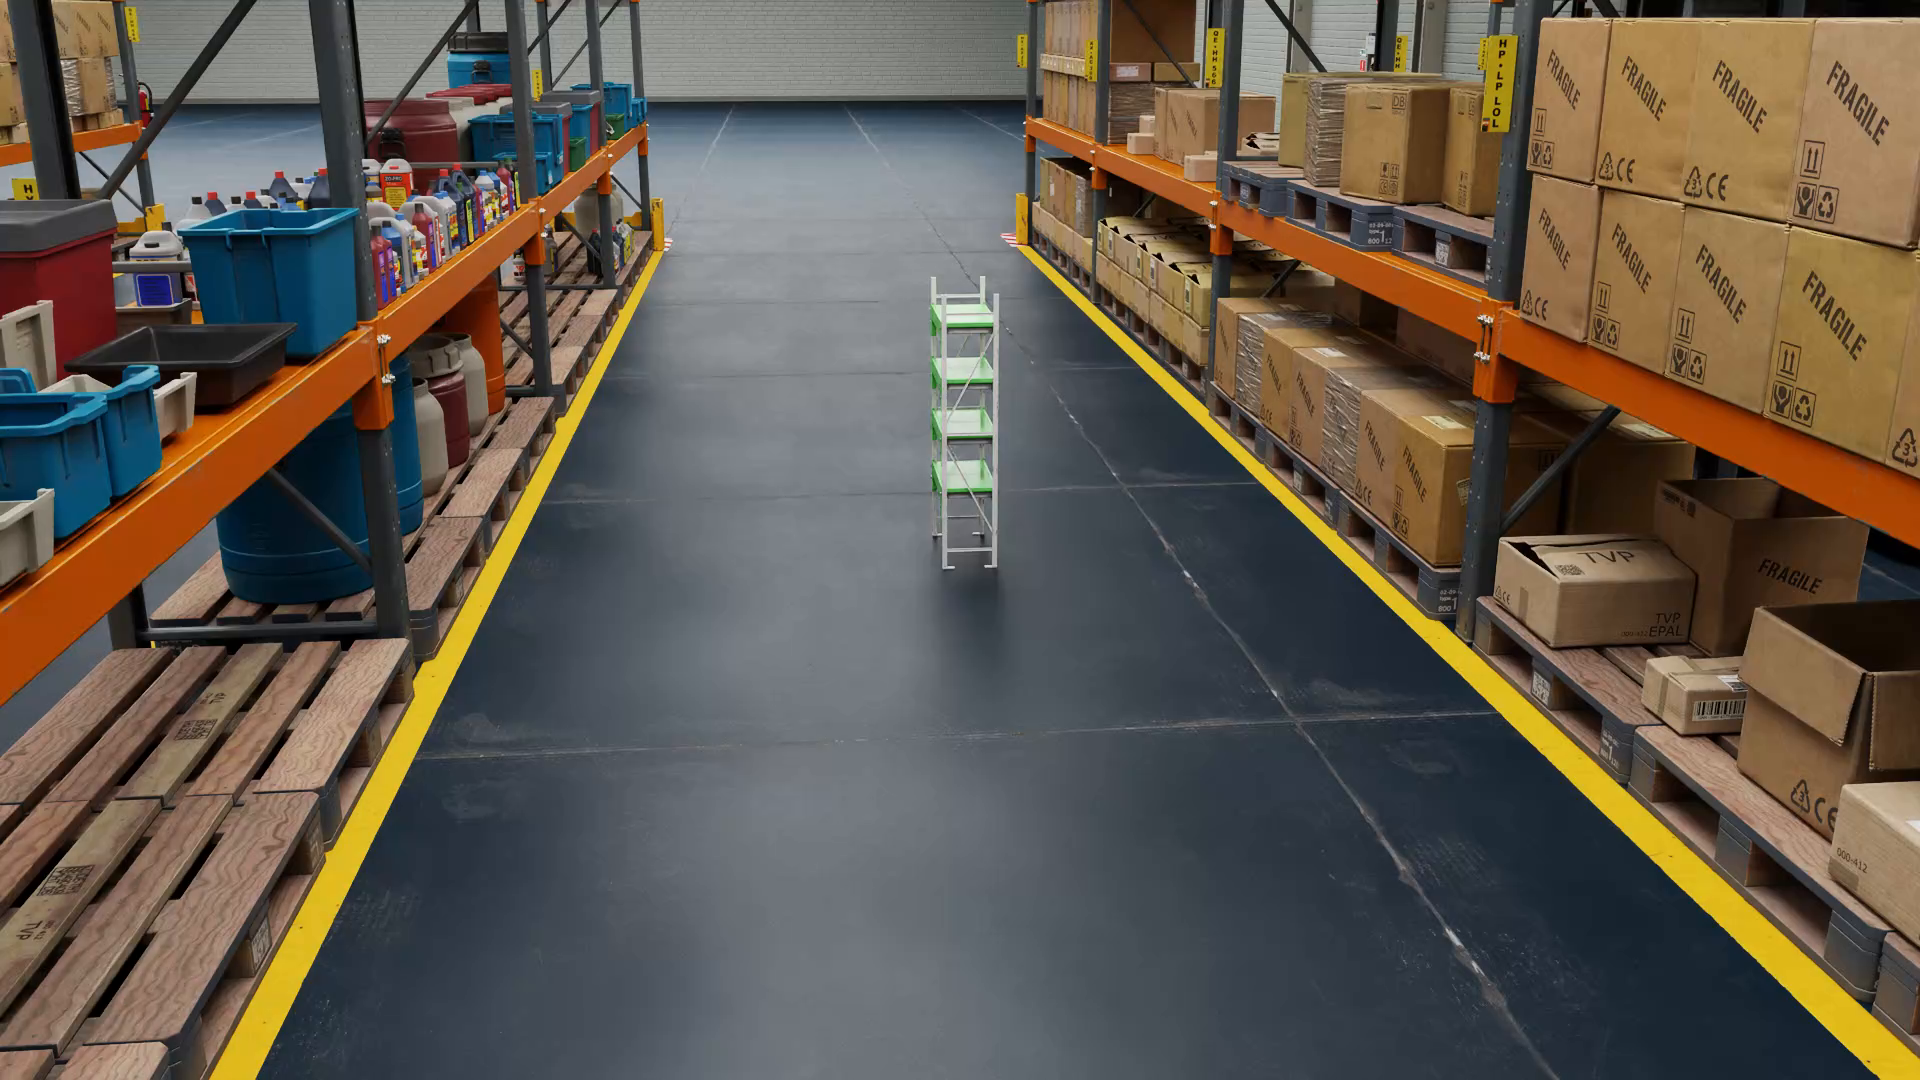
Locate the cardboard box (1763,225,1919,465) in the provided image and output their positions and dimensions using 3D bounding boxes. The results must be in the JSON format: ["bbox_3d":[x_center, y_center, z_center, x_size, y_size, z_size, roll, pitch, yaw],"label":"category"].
[{"bbox_3d":[2.378,-0.494,4.075,0.500,0.500,0.500,-2,18,-6],"label":"cardboard box"}]

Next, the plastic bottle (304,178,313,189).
[{"bbox_3d":[-3.100,-1.588,7.943,0.097,0.271,0.097,0,17,0],"label":"plastic bottle"}]

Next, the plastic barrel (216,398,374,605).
[{"bbox_3d":[-2.530,-0.269,6.329,0.600,0.901,0.708,-2,18,-6],"label":"plastic barrel"}]

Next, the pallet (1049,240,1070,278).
[{"bbox_3d":[1.442,-2.715,15.972,1.003,0.211,1.213,-2,18,-6],"label":"pallet"}]

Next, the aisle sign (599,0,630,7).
[{"bbox_3d":[-3.440,-5.754,16.656,0.394,0.787,0.004,-2,18,-6],"label":"aisle sign"}]

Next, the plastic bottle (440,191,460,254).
[{"bbox_3d":[-2.273,-1.405,7.359,0.097,0.271,0.097,0,17,0],"label":"plastic bottle"}]

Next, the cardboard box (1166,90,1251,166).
[{"bbox_3d":[1.781,-2.955,11.915,0.500,0.500,0.500,-2,18,-6],"label":"cardboard box"}]

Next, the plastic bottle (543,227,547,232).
[{"bbox_3d":[-3.816,-2.739,15.214,0.097,0.271,0.097,0,17,0],"label":"plastic bottle"}]

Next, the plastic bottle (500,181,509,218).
[{"bbox_3d":[-2.419,-1.793,8.713,0.097,0.201,0.097,0,17,0],"label":"plastic bottle"}]

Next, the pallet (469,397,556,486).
[{"bbox_3d":[-2.780,-0.535,9.029,1.003,0.211,1.213,-2,18,-6],"label":"pallet"}]

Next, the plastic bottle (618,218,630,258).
[{"bbox_3d":[-3.069,-2.729,15.048,0.144,0.351,0.185,-1,17,-3],"label":"plastic bottle"}]

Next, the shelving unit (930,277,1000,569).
[{"bbox_3d":[0.017,-0.523,7.340,0.258,1.200,0.503,-2,18,-6],"label":"shelving unit"}]

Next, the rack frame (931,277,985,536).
[{"bbox_3d":[-0.008,-0.596,7.572,0.240,1.200,0.015,-2,18,-6],"label":"rack frame"}]

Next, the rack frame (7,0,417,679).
[{"bbox_3d":[-2.490,-0.907,5.560,1.000,3.000,0.127,-2,18,-6],"label":"rack frame"}]

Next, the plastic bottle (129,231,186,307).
[{"bbox_3d":[-2.853,-0.956,5.920,0.152,0.276,0.135,-2,18,-6],"label":"plastic bottle"}]

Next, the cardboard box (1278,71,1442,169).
[{"bbox_3d":[2.201,-2.315,9.175,0.700,0.500,0.500,-8,19,-24],"label":"cardboard box"}]

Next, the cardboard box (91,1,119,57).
[{"bbox_3d":[-8.352,-4.840,15.753,0.500,0.500,0.500,-2,18,-6],"label":"cardboard box"}]

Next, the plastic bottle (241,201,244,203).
[{"bbox_3d":[-2.956,-1.255,6.873,0.152,0.276,0.135,-2,18,-6],"label":"plastic bottle"}]

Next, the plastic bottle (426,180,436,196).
[{"bbox_3d":[-2.443,-1.536,7.757,0.061,0.283,0.133,-2,18,-6],"label":"plastic bottle"}]

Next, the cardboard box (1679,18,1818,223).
[{"bbox_3d":[2.312,-1.128,4.426,0.500,0.500,0.500,-2,18,-7],"label":"cardboard box"}]

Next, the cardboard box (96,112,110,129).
[{"bbox_3d":[-8.318,-3.984,15.778,0.380,0.149,0.250,-2,18,-6],"label":"cardboard box"}]

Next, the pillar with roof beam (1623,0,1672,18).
[{"bbox_3d":[2.777,-7.336,16.021,9.100,9.000,0.400,-2,18,-6],"label":"pillar with roof beam"}]

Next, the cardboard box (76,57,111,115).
[{"bbox_3d":[-8.454,-4.209,15.413,0.875,0.500,0.500,-2,18,-6],"label":"cardboard box"}]

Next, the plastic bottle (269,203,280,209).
[{"bbox_3d":[-2.834,-1.262,6.904,0.097,0.271,0.097,0,17,0],"label":"plastic bottle"}]

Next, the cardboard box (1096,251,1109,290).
[{"bbox_3d":[1.407,-2.203,13.577,0.500,0.250,0.500,-2,18,-7],"label":"cardboard box"}]

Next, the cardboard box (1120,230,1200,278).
[{"bbox_3d":[1.508,-2.165,12.517,0.500,0.311,0.500,-2,18,-7],"label":"cardboard box"}]

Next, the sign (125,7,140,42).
[{"bbox_3d":[-8.100,-5.044,16.275,0.100,0.325,0.005,-2,18,-6],"label":"sign"}]

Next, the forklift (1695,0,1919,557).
[{"bbox_3d":[4.530,-1.704,8.210,1.130,2.935,3.031,-2,18,-6],"label":"forklift"}]

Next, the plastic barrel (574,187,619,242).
[{"bbox_3d":[-3.532,-3.153,16.164,0.421,0.512,0.421,0,17,0],"label":"plastic barrel"}]

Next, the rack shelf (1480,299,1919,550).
[{"bbox_3d":[2.643,-0.120,4.253,1.077,0.370,4.000,-2,18,-6],"label":"rack shelf"}]

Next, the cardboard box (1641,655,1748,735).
[{"bbox_3d":[2.364,0.472,5.162,0.380,0.166,0.250,-2,18,-6],"label":"cardboard box"}]

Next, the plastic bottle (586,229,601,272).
[{"bbox_3d":[-3.129,-2.486,14.275,0.144,0.351,0.185,-2,18,-6],"label":"plastic bottle"}]

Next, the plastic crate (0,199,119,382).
[{"bbox_3d":[-2.648,-0.693,4.669,0.402,0.464,0.583,-2,18,-6],"label":"plastic crate"}]

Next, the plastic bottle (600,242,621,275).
[{"bbox_3d":[-2.973,-2.405,14.143,0.152,0.276,0.135,-1,17,-4],"label":"plastic bottle"}]

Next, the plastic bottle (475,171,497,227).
[{"bbox_3d":[-2.379,-1.711,8.333,0.097,0.271,0.097,0,17,0],"label":"plastic bottle"}]

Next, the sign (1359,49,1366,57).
[{"bbox_3d":[6.260,-7.568,25.831,0.001,0.109,0.331,-2,18,-6],"label":"sign"}]

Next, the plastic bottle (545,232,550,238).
[{"bbox_3d":[-3.622,-2.552,14.598,0.061,0.283,0.133,-2,18,-6],"label":"plastic bottle"}]

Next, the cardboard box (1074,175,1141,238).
[{"bbox_3d":[1.307,-2.970,14.766,0.500,0.500,0.500,-2,18,-6],"label":"cardboard box"}]

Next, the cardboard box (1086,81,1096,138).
[{"bbox_3d":[1.499,-3.779,14.541,0.700,0.500,0.500,-2,18,-6],"label":"cardboard box"}]

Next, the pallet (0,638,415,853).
[{"bbox_3d":[-2.376,0.641,5.283,1.003,0.211,1.213,-2,18,-6],"label":"pallet"}]

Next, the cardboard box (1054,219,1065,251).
[{"bbox_3d":[1.186,-2.909,15.826,0.500,0.250,0.500,-2,18,-6],"label":"cardboard box"}]

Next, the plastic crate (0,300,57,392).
[{"bbox_3d":[-2.516,-0.419,4.101,0.437,0.282,0.530,-2,18,-6],"label":"plastic crate"}]

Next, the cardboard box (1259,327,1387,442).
[{"bbox_3d":[1.893,-0.818,8.715,0.500,0.500,0.500,-2,18,-6],"label":"cardboard box"}]

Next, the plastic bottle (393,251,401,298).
[{"bbox_3d":[-2.148,-1.009,6.214,0.097,0.201,0.097,0,17,0],"label":"plastic bottle"}]

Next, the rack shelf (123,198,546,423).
[{"bbox_3d":[-2.697,-1.160,7.565,1.077,0.370,4.000,-2,18,-6],"label":"rack shelf"}]

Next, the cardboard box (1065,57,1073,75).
[{"bbox_3d":[1.183,-4.410,15.467,0.380,0.149,0.250,-2,18,-5],"label":"cardboard box"}]

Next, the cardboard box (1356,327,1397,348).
[{"bbox_3d":[2.407,-0.843,8.792,0.500,0.500,0.500,-2,18,-8],"label":"cardboard box"}]

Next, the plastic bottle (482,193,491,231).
[{"bbox_3d":[-2.359,-1.619,8.159,0.097,0.201,0.097,0,17,0],"label":"plastic bottle"}]

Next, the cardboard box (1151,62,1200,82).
[{"bbox_3d":[1.777,-3.886,13.797,0.380,0.149,0.250,-2,18,-6],"label":"cardboard box"}]

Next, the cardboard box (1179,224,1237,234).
[{"bbox_3d":[1.999,-2.332,13.051,0.500,0.311,0.500,-1,17,-4],"label":"cardboard box"}]

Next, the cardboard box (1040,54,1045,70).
[{"bbox_3d":[1.026,-4.868,16.926,0.380,0.149,0.250,-2,18,-6],"label":"cardboard box"}]

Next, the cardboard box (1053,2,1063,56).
[{"bbox_3d":[1.300,-4.989,16.229,0.700,0.500,0.500,-2,18,-7],"label":"cardboard box"}]

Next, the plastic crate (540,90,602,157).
[{"bbox_3d":[-2.961,-3.187,12.712,0.402,0.464,0.583,-2,18,-6],"label":"plastic crate"}]

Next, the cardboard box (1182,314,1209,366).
[{"bbox_3d":[1.728,-1.289,10.664,0.500,0.250,0.500,-1,17,-4],"label":"cardboard box"}]

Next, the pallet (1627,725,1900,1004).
[{"bbox_3d":[2.636,0.840,4.649,1.003,0.211,1.213,-2,18,-6],"label":"pallet"}]

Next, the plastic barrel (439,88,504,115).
[{"bbox_3d":[-3.359,-2.845,11.505,0.433,0.535,0.433,0,17,0],"label":"plastic barrel"}]

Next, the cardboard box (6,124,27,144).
[{"bbox_3d":[-8.051,-3.390,13.886,0.380,0.149,0.250,-2,18,-6],"label":"cardboard box"}]

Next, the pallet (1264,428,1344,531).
[{"bbox_3d":[2.186,-0.334,8.390,1.003,0.211,1.213,-2,18,-6],"label":"pallet"}]
